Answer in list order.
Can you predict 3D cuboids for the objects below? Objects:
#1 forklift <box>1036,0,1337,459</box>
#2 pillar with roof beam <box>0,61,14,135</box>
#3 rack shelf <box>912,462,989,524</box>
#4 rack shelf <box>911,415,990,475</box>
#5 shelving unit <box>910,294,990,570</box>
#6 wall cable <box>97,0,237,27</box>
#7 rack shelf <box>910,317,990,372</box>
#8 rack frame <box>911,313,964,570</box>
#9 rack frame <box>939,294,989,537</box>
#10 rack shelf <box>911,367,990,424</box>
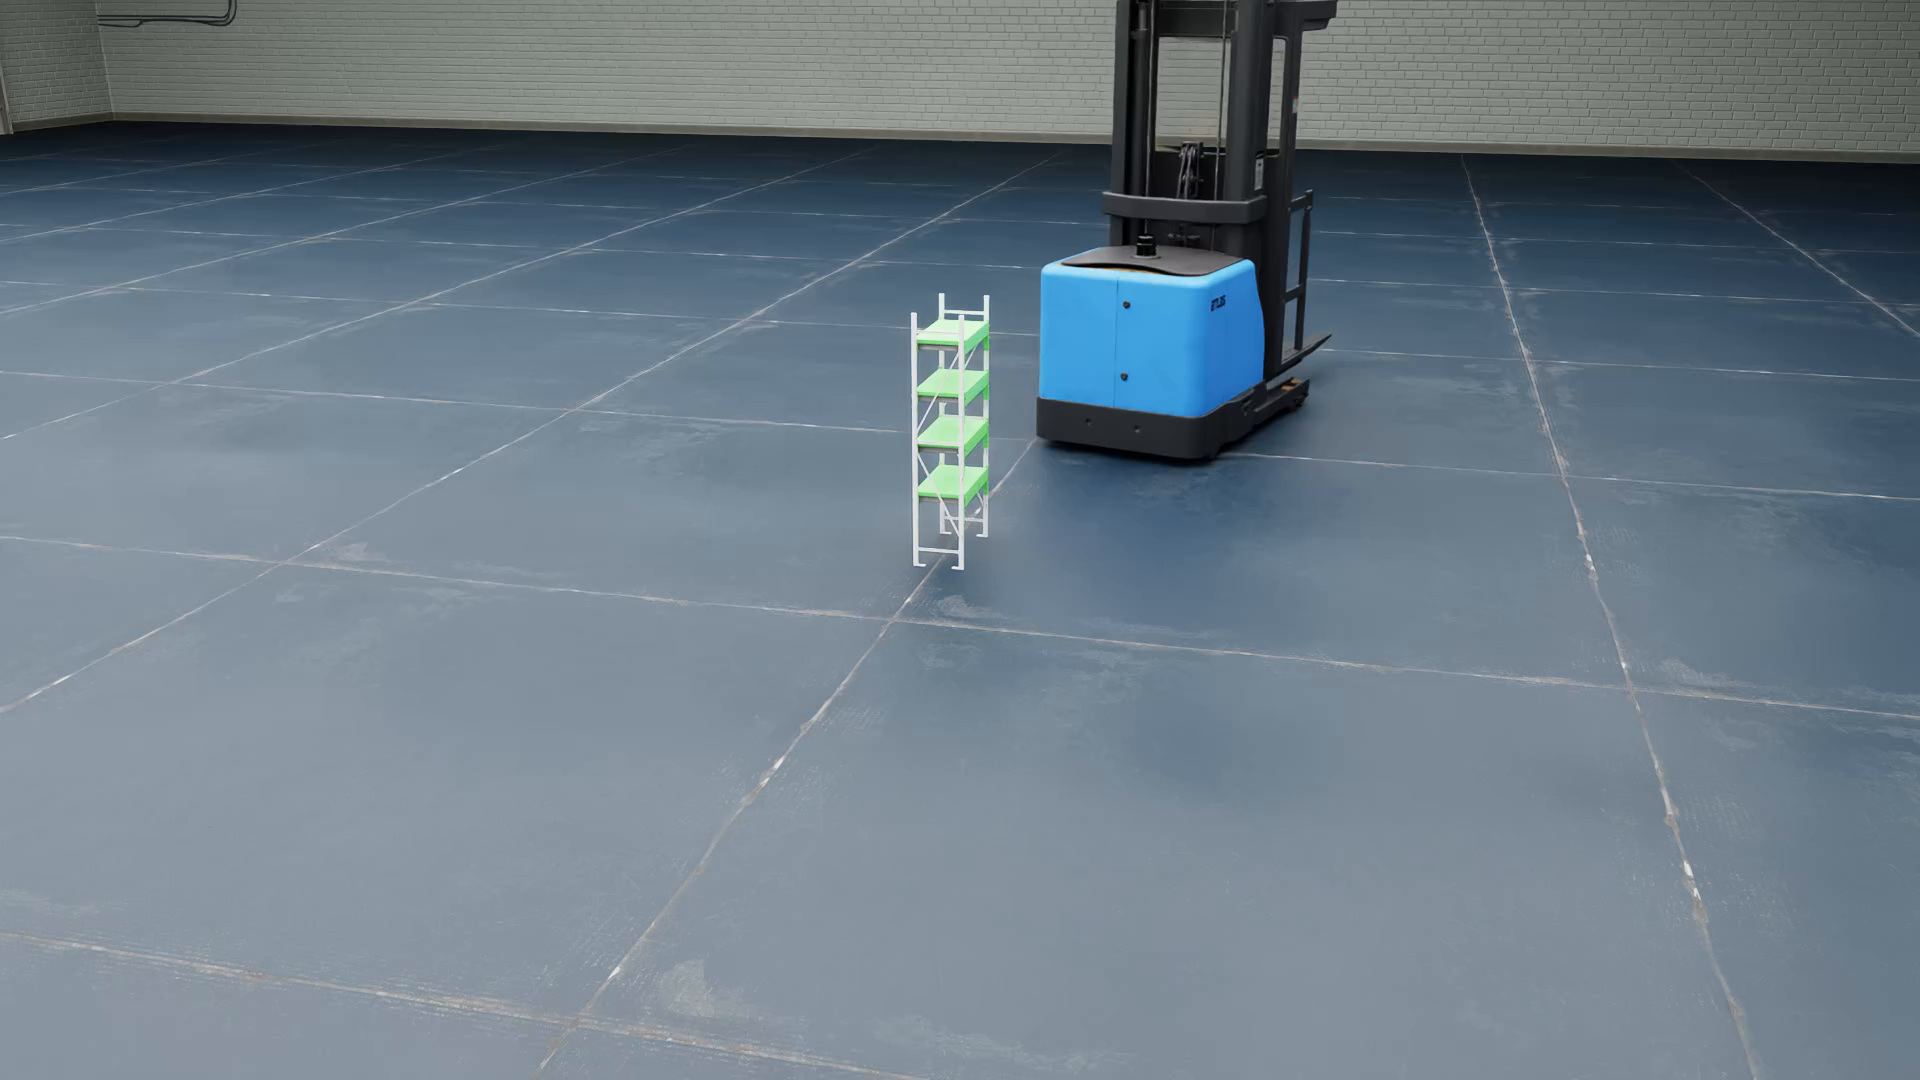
[{"bbox_3d":[1.604,-2.268,10.294,1.130,2.935,3.031,10,21,27],"label":"forklift"},{"bbox_3d":[-12.390,-10.896,26.167,9.100,9.000,0.400,5,19,13],"label":"pillar with roof beam"},{"bbox_3d":[-0.040,-0.228,7.940,0.258,0.148,0.480,5,19,13],"label":"rack shelf"},{"bbox_3d":[-0.040,-0.455,7.862,0.258,0.148,0.480,5,19,13],"label":"rack shelf"},{"bbox_3d":[-0.040,-0.516,7.842,0.258,1.200,0.503,5,19,13],"label":"shelving unit"},{"bbox_3d":[-14.562,-10.586,30.062,3.097,2.526,0.112,5,19,13],"label":"wall cable"},{"bbox_3d":[-0.040,-0.910,7.707,0.258,0.148,0.480,5,19,13],"label":"rack shelf"},{"bbox_3d":[-0.100,-0.439,7.618,0.240,1.200,0.015,5,19,13],"label":"rack frame"},{"bbox_3d":[0.019,-0.592,8.066,0.240,1.200,0.015,5,19,13],"label":"rack frame"},{"bbox_3d":[-0.040,-0.683,7.785,0.258,0.148,0.480,5,19,13],"label":"rack shelf"}]
